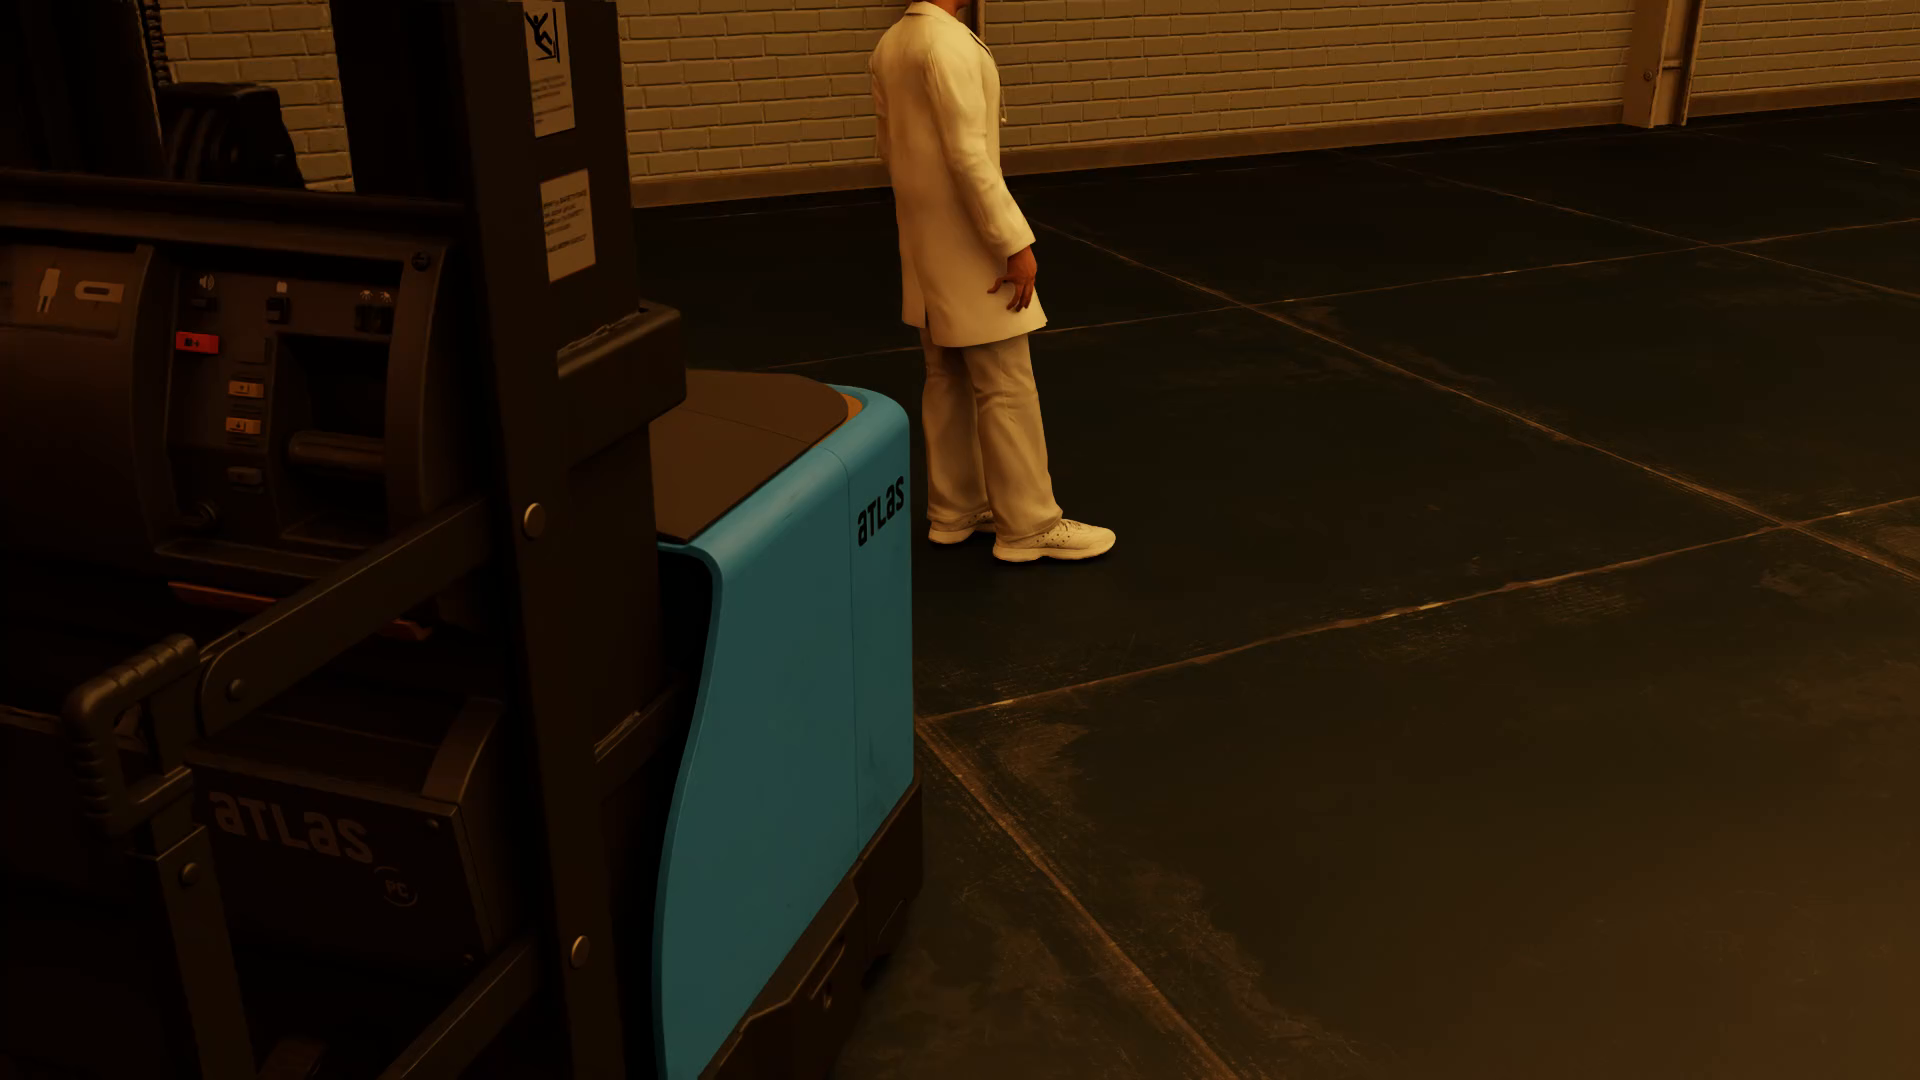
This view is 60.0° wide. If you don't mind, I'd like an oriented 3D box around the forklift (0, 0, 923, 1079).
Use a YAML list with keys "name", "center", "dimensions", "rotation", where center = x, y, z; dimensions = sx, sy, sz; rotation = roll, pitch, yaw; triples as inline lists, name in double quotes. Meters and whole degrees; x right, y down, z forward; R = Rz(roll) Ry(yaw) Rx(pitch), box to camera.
- name: "forklift"
  center: [-1.040, -0.156, 1.660]
  dimensions: [1.130, 2.935, 3.031]
  rotation: [8, 24, 18]

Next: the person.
- name: "person"
  center: [0.085, -0.841, 4.796]
  dimensions: [0.578, 1.777, 0.696]
  rotation: [-10, 25, -23]
